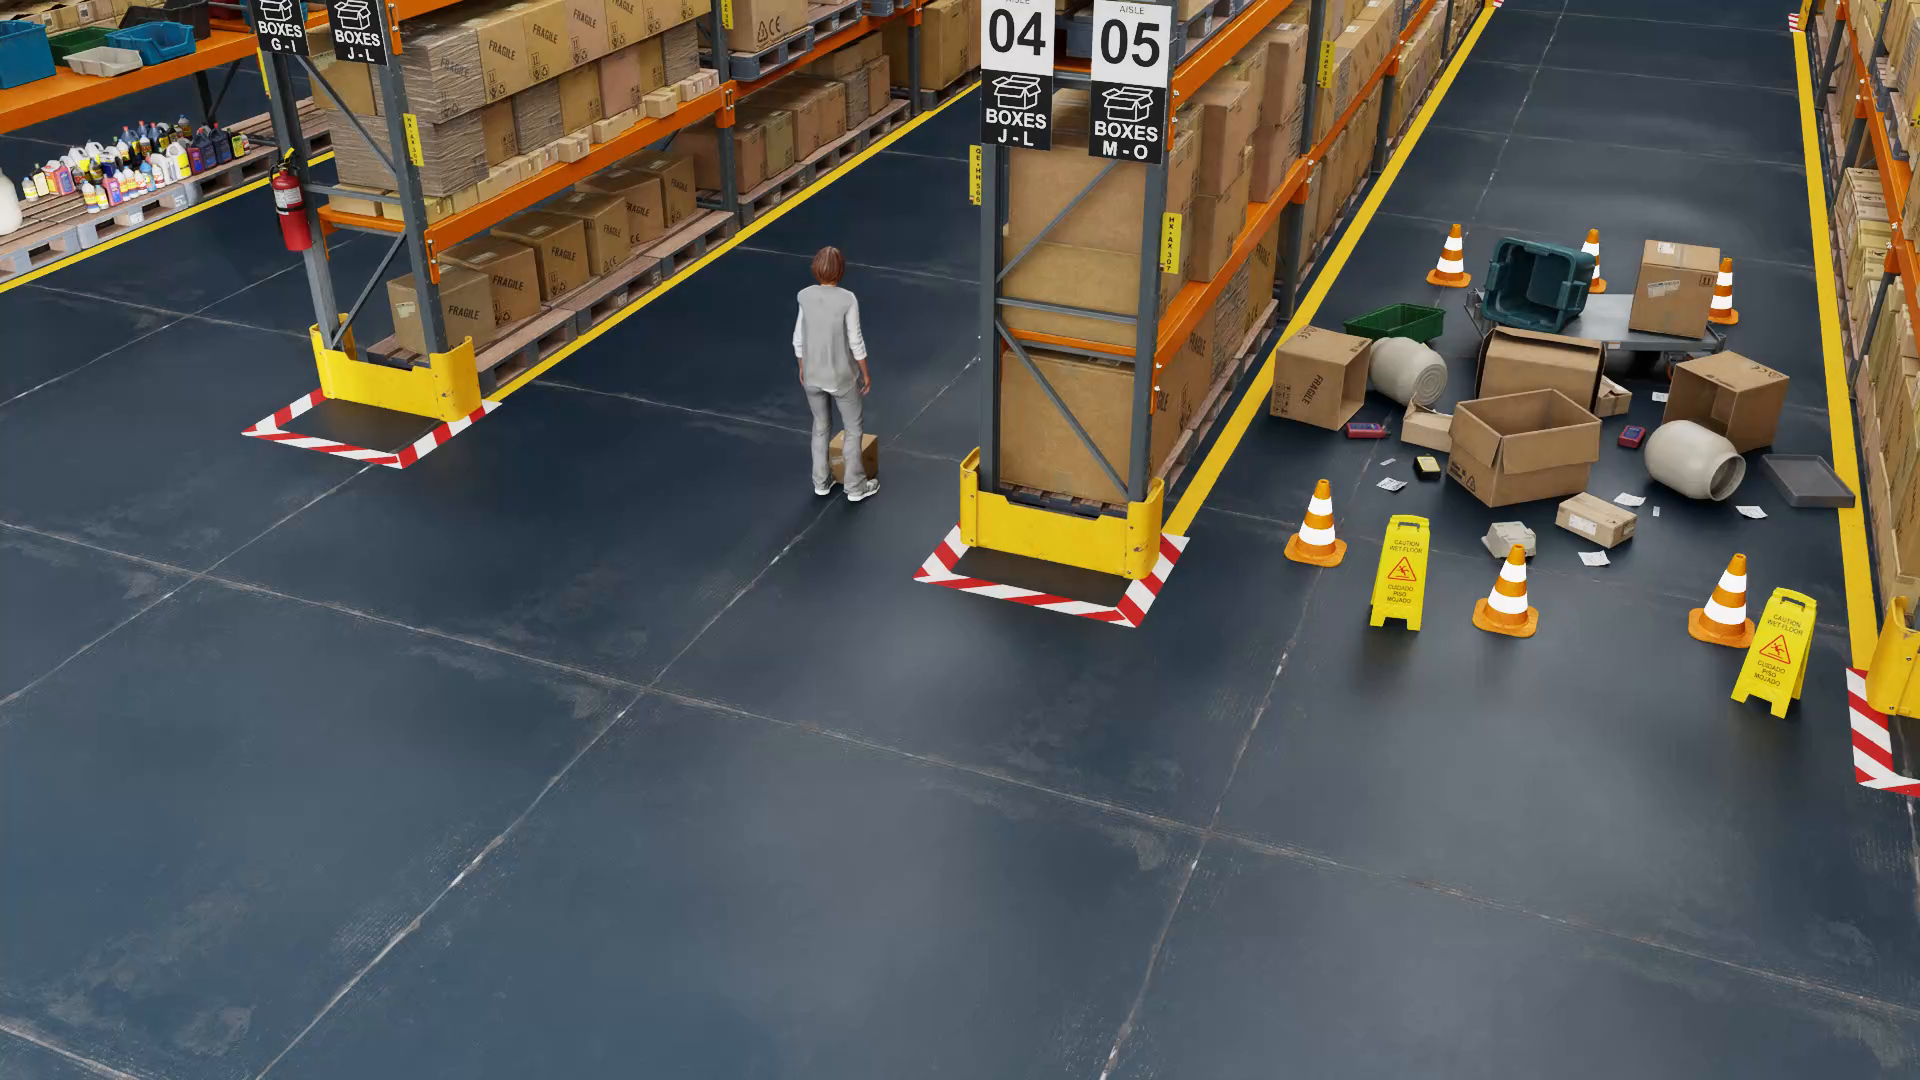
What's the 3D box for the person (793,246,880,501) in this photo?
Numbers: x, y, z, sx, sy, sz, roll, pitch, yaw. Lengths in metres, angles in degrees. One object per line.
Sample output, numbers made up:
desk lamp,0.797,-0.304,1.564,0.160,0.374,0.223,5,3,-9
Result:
person,-0.772,-0.994,10.115,0.479,1.593,0.345,10,32,17
